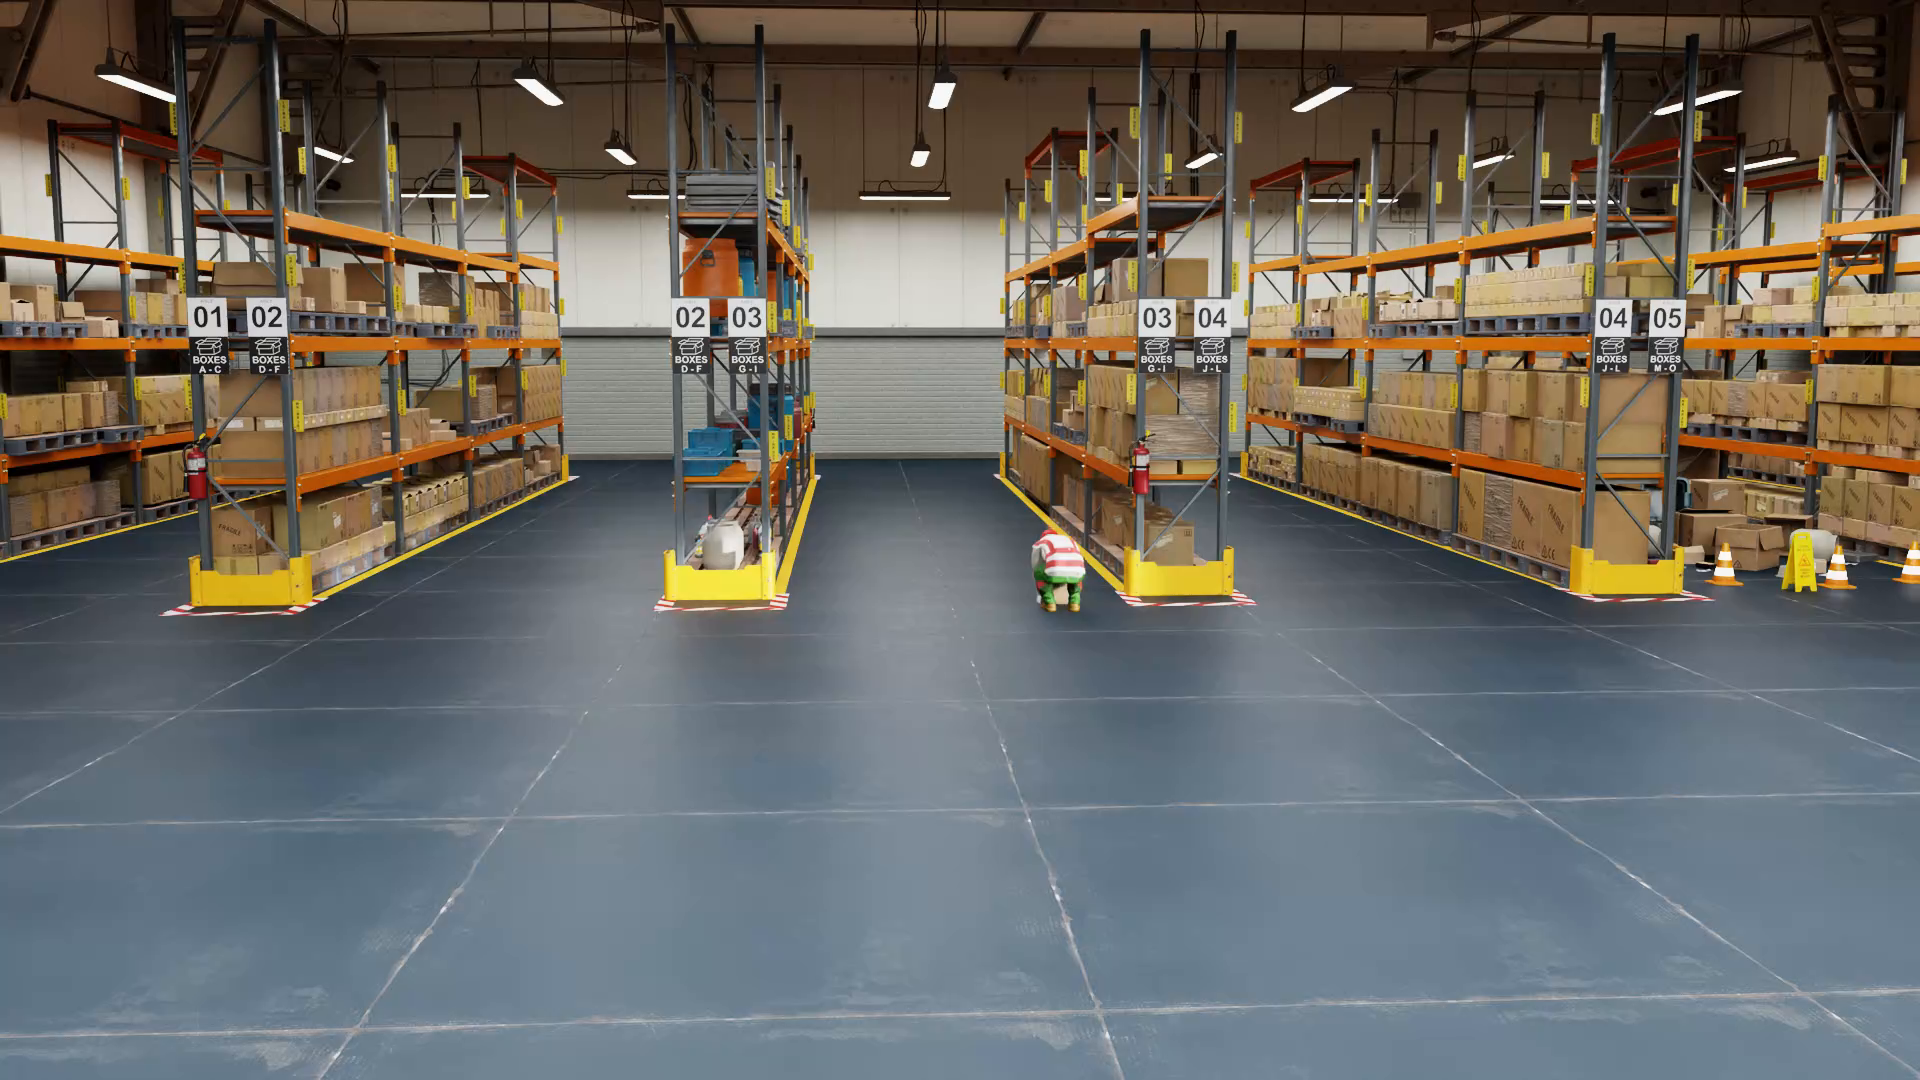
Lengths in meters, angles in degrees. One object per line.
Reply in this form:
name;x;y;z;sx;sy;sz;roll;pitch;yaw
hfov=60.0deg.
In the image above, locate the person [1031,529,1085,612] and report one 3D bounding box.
person;1.024;0.357;17.287;0.542;0.866;0.929;-1;7;-5
